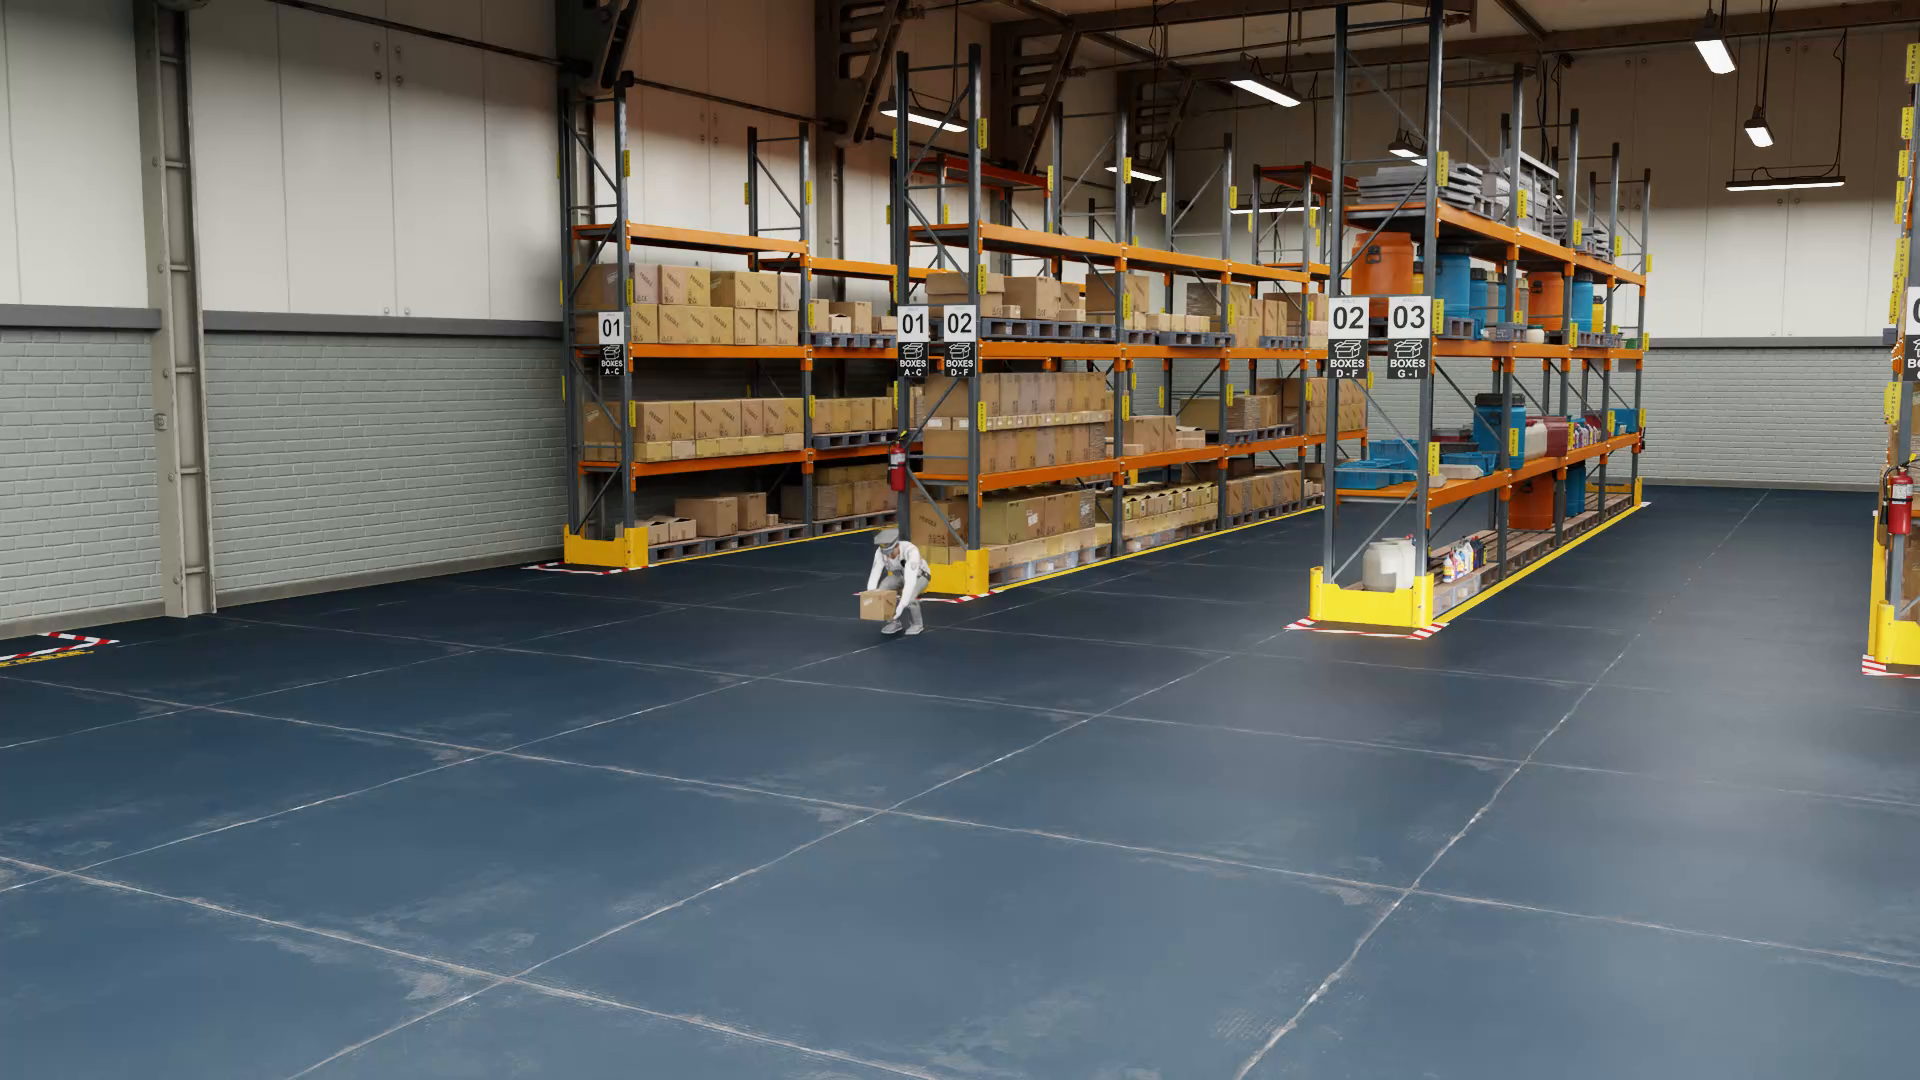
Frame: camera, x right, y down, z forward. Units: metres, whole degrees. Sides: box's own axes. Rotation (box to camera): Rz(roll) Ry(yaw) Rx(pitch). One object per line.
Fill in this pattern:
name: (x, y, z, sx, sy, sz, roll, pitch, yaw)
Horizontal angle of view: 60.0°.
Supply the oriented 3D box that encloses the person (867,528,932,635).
person: (-0.558, 0.385, 15.747, 0.497, 1.036, 0.819, 3, 7, 28)
